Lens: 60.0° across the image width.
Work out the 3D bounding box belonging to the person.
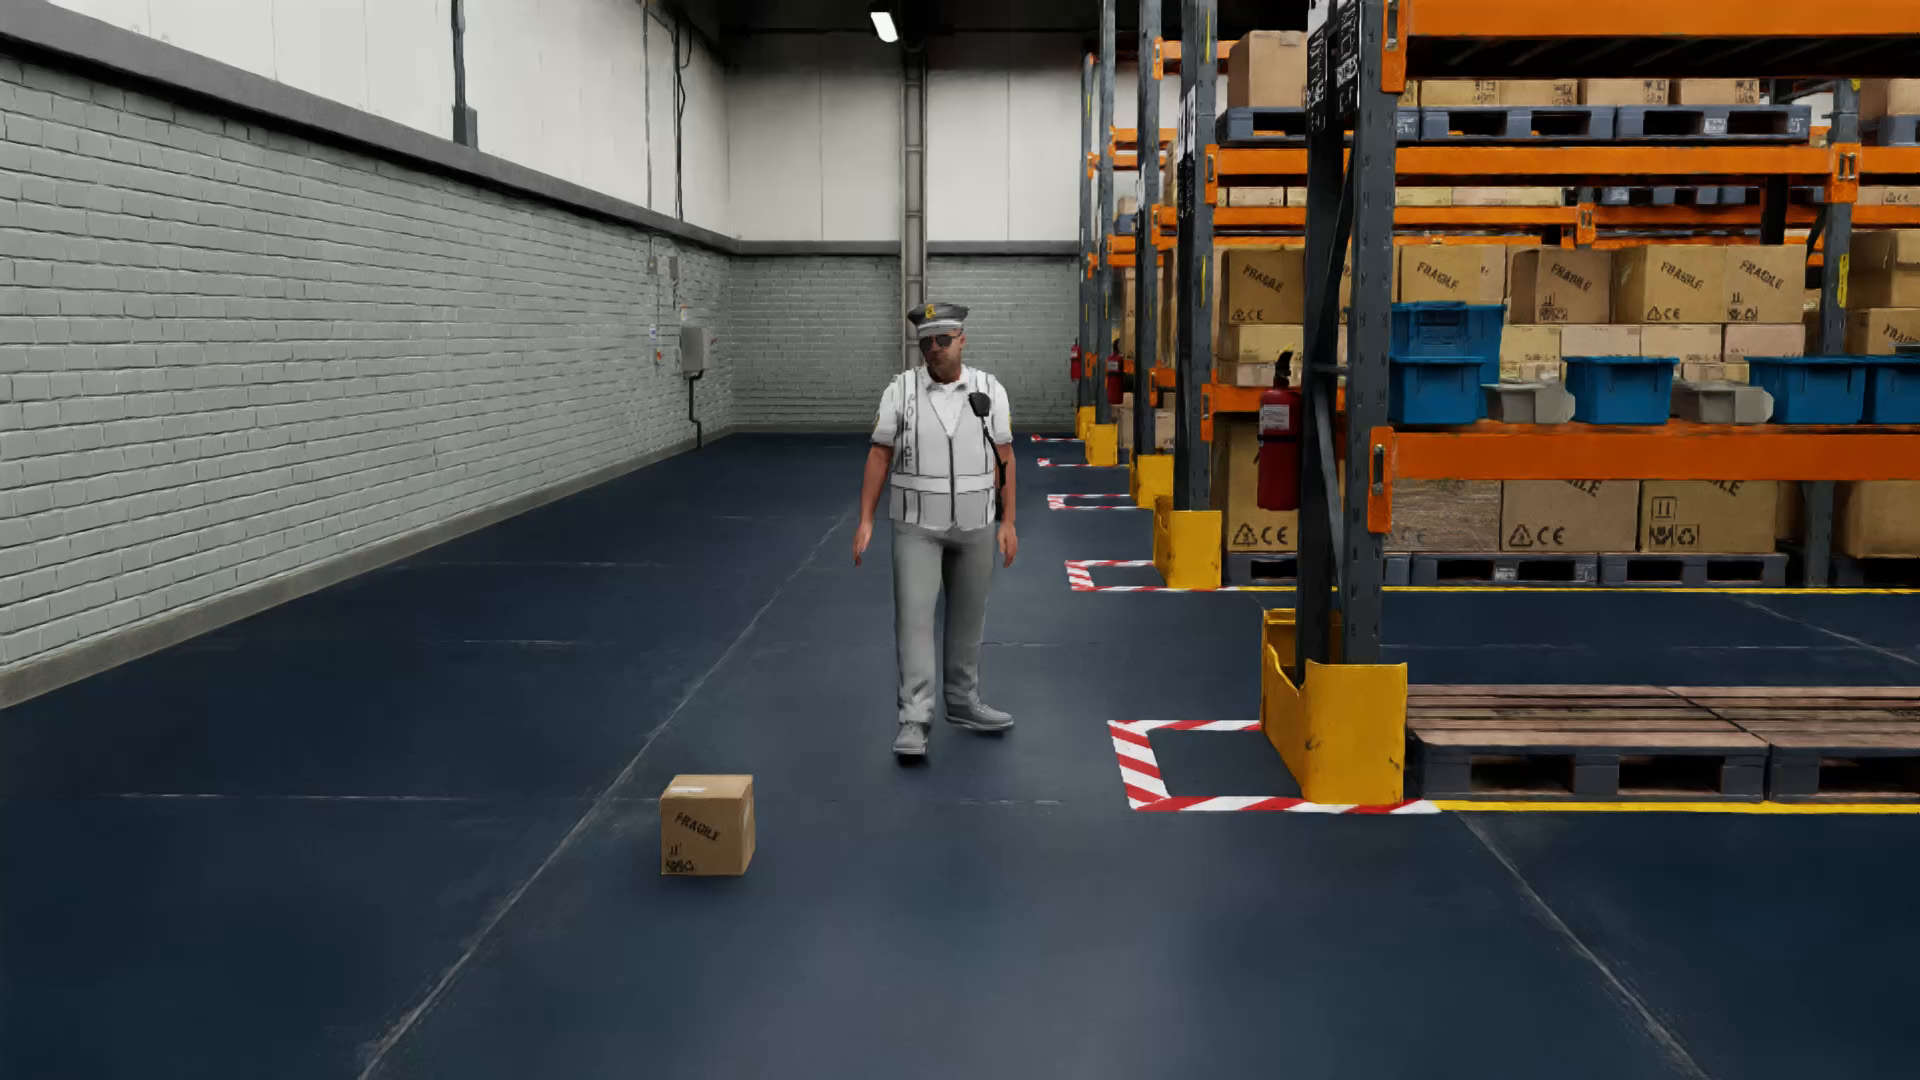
[{"bbox_3d":[-0.084,-0.061,6.587,0.672,1.744,0.633,-2,7,-12],"label":"person"}]
